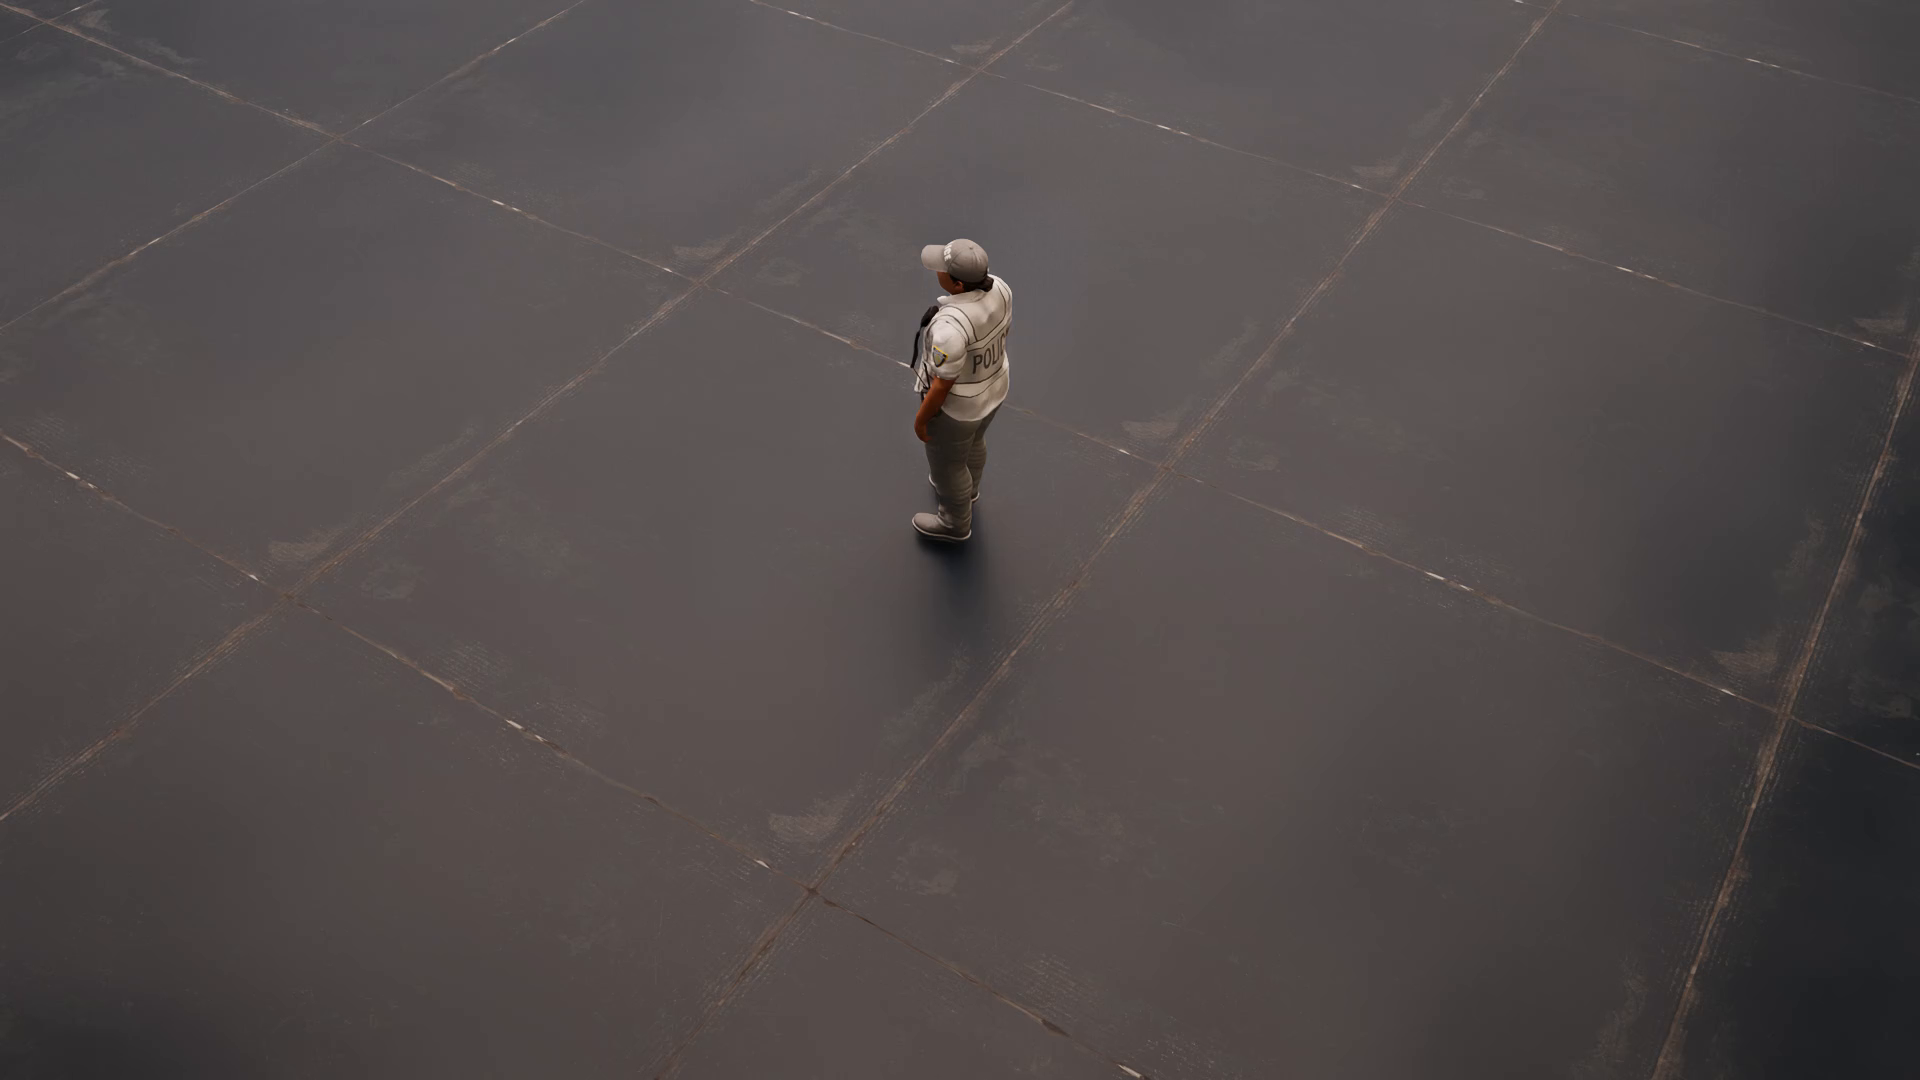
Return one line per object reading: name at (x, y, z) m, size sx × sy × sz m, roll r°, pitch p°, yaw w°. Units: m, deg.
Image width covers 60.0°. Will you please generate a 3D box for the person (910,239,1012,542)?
person at (-0.052, -0.681, 7.416) m, size 0.528 × 1.669 × 0.598 m, roll 24°, pitch 48°, yaw 23°
